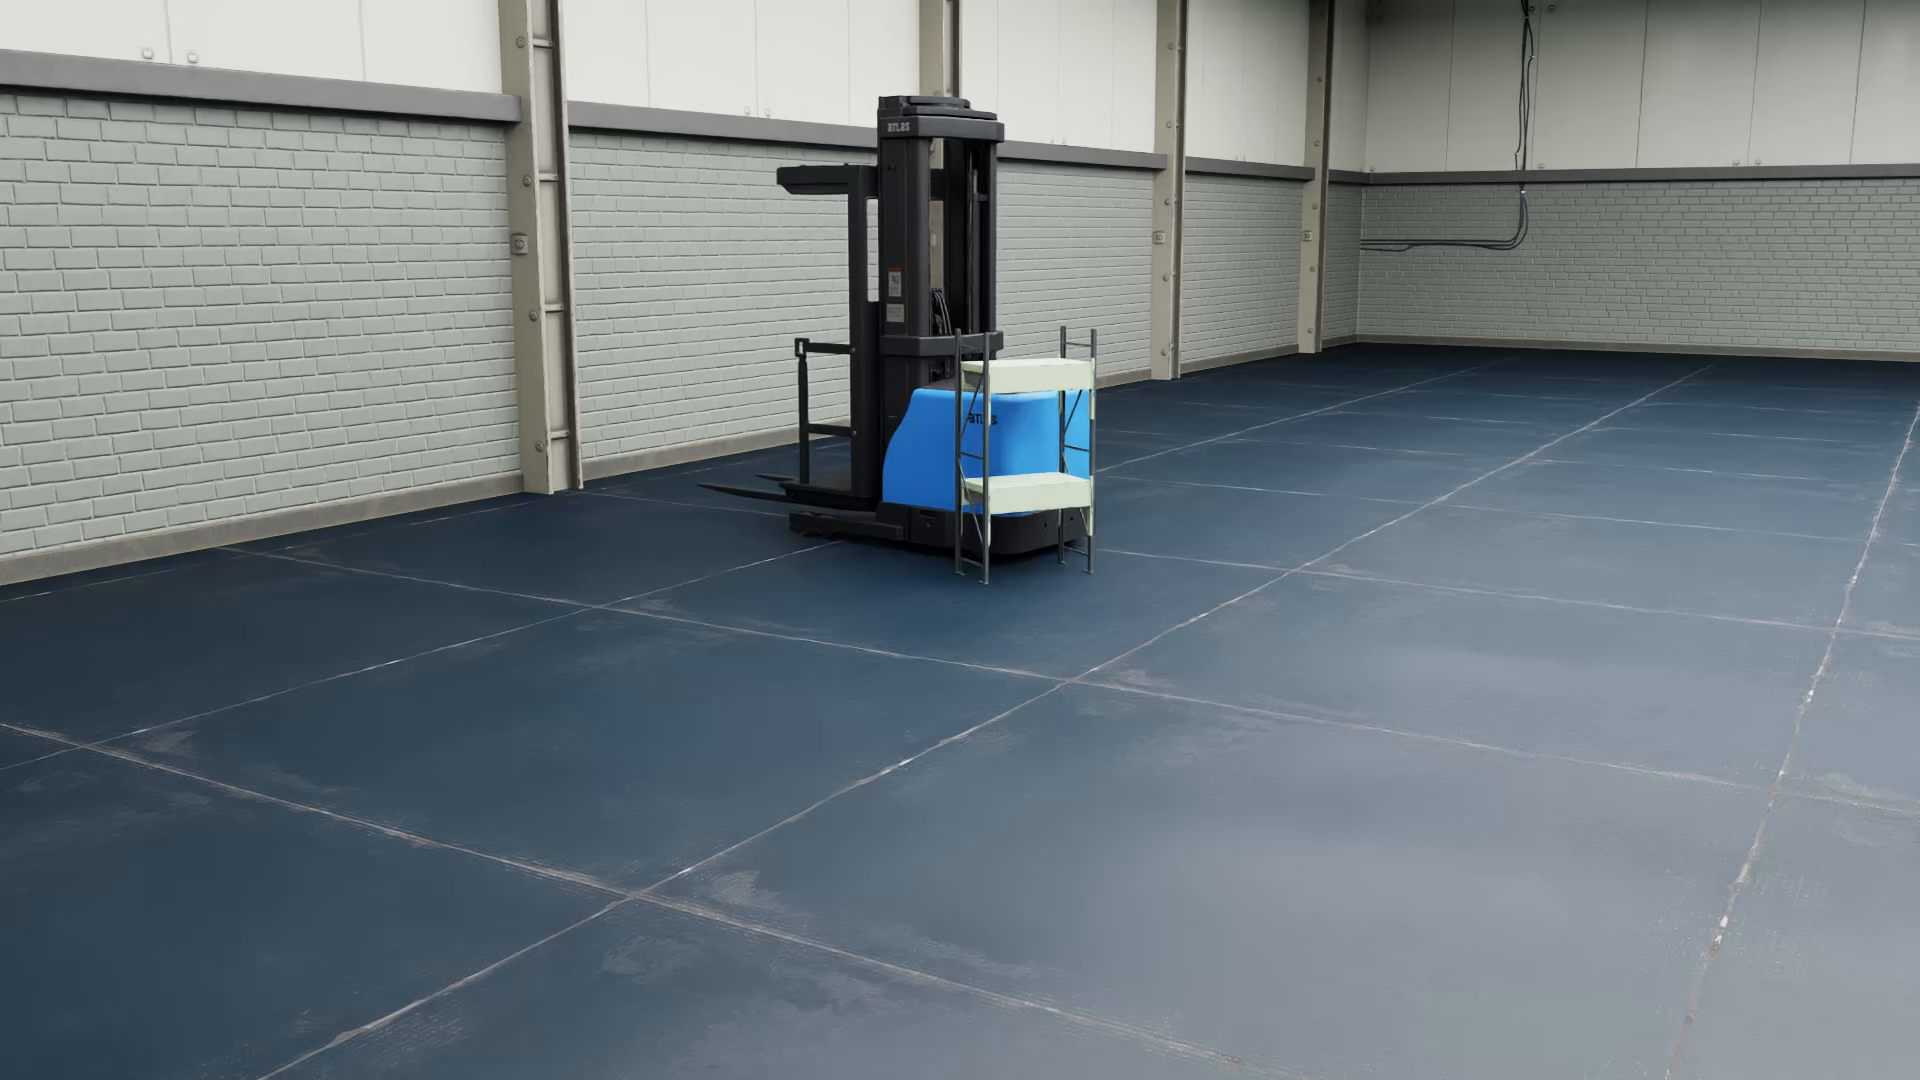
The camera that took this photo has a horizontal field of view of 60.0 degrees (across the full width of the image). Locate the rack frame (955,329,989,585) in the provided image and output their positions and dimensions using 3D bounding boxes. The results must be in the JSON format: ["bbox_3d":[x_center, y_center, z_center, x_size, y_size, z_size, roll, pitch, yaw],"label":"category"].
[{"bbox_3d":[0.070,-0.502,9.976,0.023,1.500,0.400,-5,12,-26],"label":"rack frame"}]

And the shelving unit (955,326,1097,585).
[{"bbox_3d":[0.397,-0.533,10.138,0.755,1.500,0.431,-5,12,-26],"label":"shelving unit"}]

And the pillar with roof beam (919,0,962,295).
[{"bbox_3d":[3.473,-5.367,15.580,9.100,9.000,0.400,6,12,31],"label":"pillar with roof beam"}]

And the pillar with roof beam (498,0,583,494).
[{"bbox_3d":[0.357,-4.423,10.540,9.100,9.000,0.400,6,12,31],"label":"pillar with roof beam"}]

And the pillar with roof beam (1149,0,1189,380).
[{"bbox_3d":[6.588,-6.310,20.621,9.100,9.000,0.400,6,12,31],"label":"pillar with roof beam"}]

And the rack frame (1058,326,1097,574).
[{"bbox_3d":[0.724,-0.563,10.299,0.023,1.500,0.400,-5,12,-26],"label":"rack frame"}]

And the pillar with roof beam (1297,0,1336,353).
[{"bbox_3d":[9.703,-7.254,25.661,9.100,9.000,0.400,6,12,31],"label":"pillar with roof beam"}]

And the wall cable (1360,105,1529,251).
[{"bbox_3d":[8.683,-6.476,29.944,3.097,2.526,0.112,6,12,31],"label":"wall cable"}]

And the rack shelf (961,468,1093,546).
[{"bbox_3d":[0.397,-0.212,10.198,0.720,0.370,0.431,-5,12,-26],"label":"rack shelf"}]

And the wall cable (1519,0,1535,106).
[{"bbox_3d":[10.995,-8.700,28.099,3.097,2.526,0.112,6,12,31],"label":"wall cable"}]

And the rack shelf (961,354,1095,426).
[{"bbox_3d":[0.397,-0.916,10.066,0.720,0.370,0.431,-5,12,-26],"label":"rack shelf"}]

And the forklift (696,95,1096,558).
[{"bbox_3d":[-0.560,-1.516,11.500,3.031,2.935,1.130,8,13,37],"label":"forklift"}]
